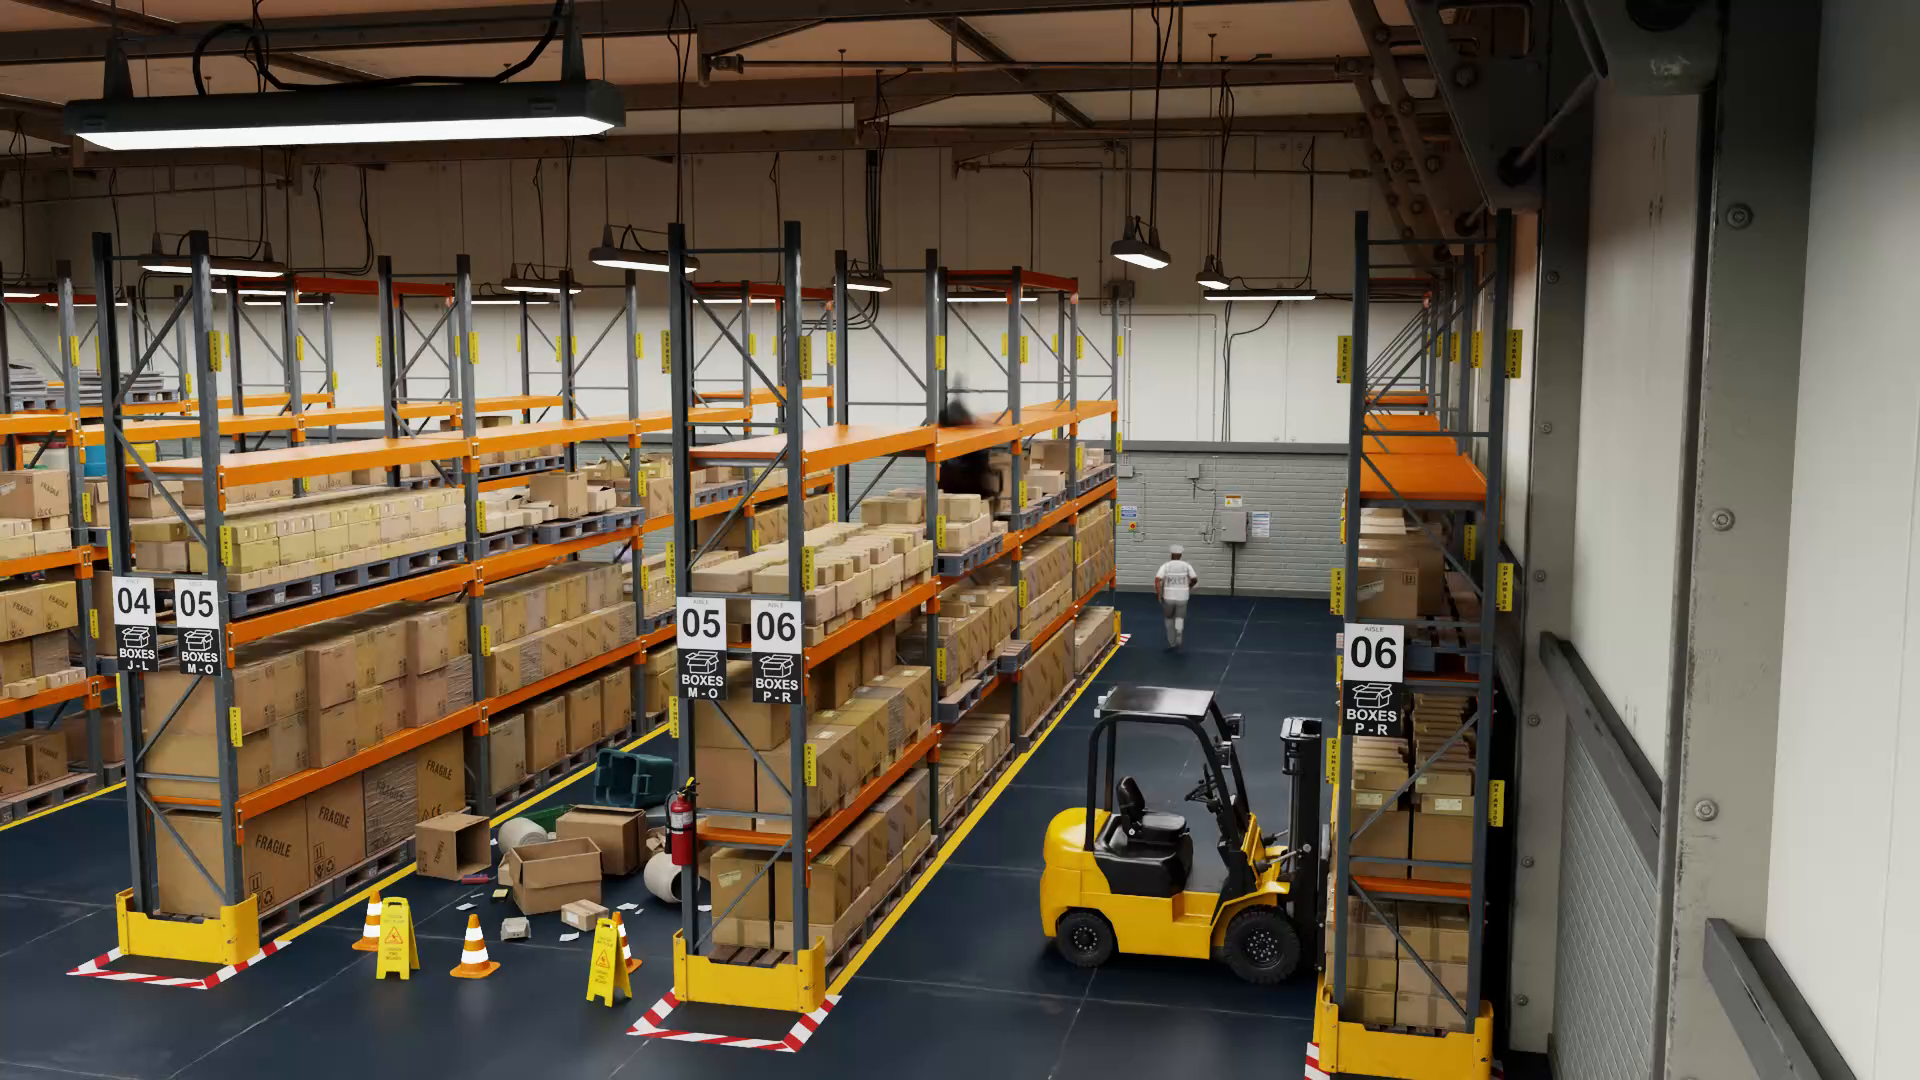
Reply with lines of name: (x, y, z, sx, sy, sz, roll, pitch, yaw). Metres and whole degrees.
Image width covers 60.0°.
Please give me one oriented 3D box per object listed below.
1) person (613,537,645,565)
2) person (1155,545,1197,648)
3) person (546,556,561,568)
person: (-5.975, 0.686, 30.293, 0.666, 1.626, 0.594, -2, 7, -14)
person: (3.568, 0.965, 27.511, 0.700, 1.768, 0.682, 1, 7, 5)
person: (-6.588, 1.016, 27.190, 0.603, 1.686, 0.908, 2, 7, 12)
